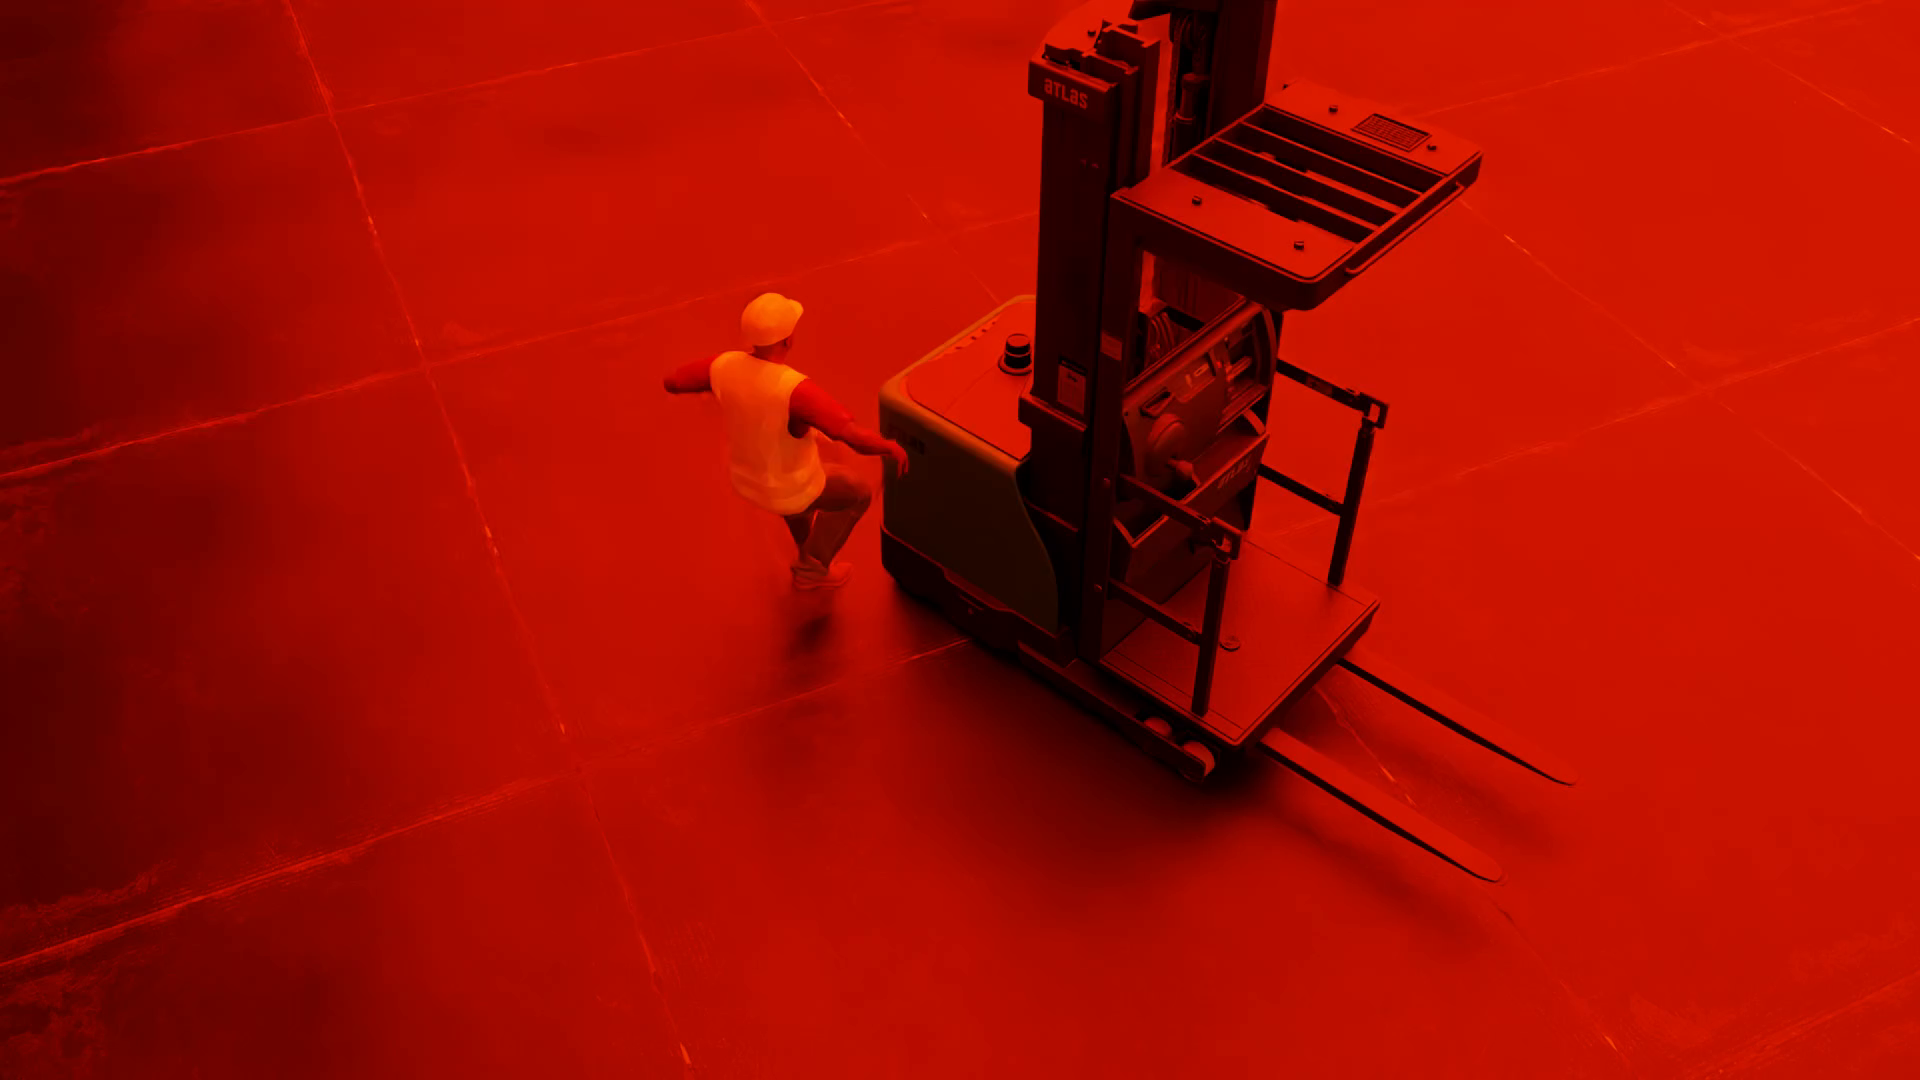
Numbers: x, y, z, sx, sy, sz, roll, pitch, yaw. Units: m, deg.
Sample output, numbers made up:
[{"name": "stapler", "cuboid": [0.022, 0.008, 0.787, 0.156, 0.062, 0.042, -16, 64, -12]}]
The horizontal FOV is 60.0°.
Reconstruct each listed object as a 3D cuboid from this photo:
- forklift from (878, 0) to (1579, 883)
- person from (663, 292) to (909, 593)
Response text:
[{"name": "forklift", "cuboid": [1.075, -0.500, 6.216, 3.031, 2.935, 1.130, 31, 51, 29]}, {"name": "person", "cuboid": [-0.663, -0.420, 7.082, 1.086, 1.649, 0.781, 27, 49, 26]}]
